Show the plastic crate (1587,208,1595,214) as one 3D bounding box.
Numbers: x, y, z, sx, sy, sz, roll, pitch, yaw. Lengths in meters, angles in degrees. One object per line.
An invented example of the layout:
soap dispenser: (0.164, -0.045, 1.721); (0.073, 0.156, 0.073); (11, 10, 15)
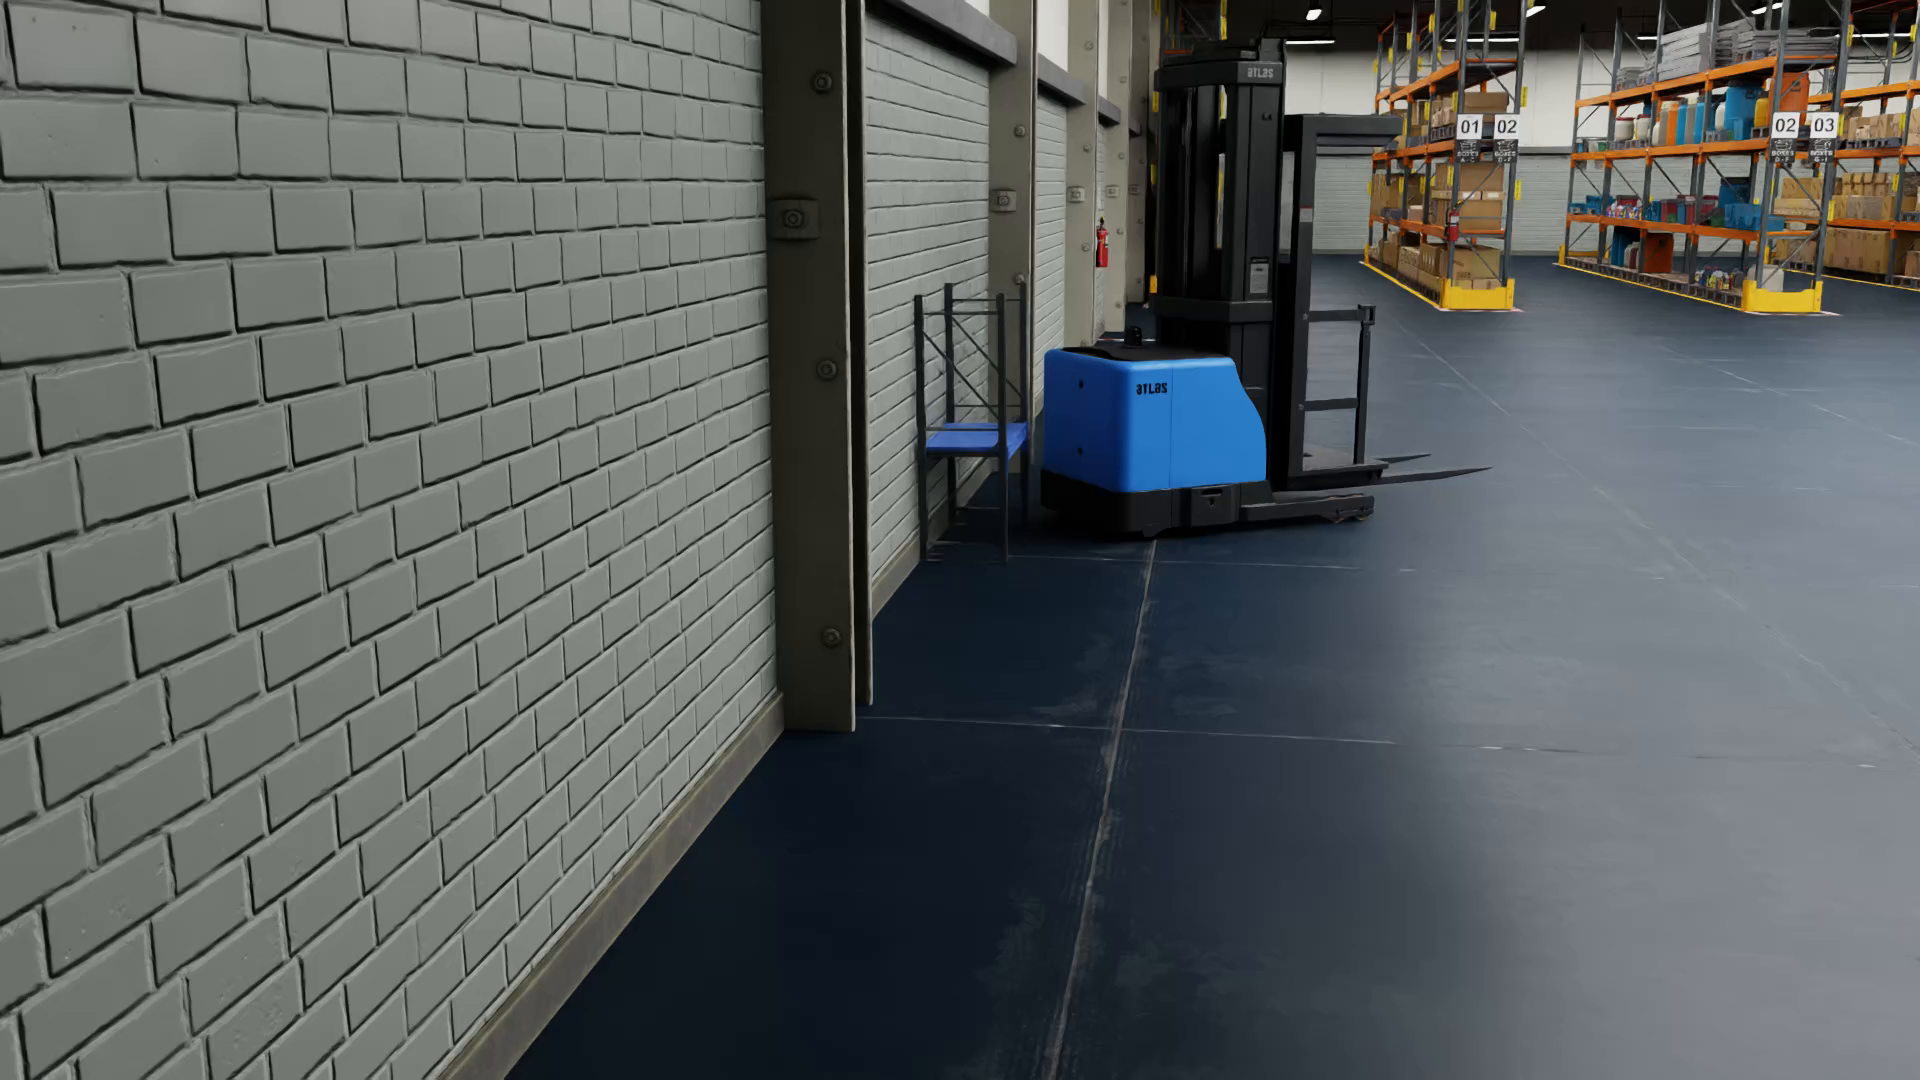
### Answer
plastic crate: (15.501, -8.033, 40.630); (0.293, 0.136, 0.466); (2, 12, 9)

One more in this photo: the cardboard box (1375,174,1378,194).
cardboard box: (10.768, -8.995, 42.000); (0.500, 0.500, 0.500); (2, 12, 9)

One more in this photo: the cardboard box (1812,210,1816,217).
cardboard box: (20.227, -7.658, 39.004); (0.380, 0.149, 0.250); (2, 12, 8)

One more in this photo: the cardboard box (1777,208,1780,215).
cardboard box: (20.621, -8.193, 41.486); (0.380, 0.149, 0.250); (2, 12, 8)

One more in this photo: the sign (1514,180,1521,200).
sign: (9.339, -5.866, 27.850); (0.100, 0.325, 0.005); (2, 12, 9)

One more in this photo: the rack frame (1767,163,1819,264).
rack frame: (21.040, -8.432, 42.001); (1.000, 3.000, 0.127); (2, 12, 9)

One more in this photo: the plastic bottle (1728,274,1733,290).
plastic bottle: (13.705, -4.594, 29.594); (0.061, 0.283, 0.133); (2, 12, 9)

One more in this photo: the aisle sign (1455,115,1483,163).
aisle sign: (8.491, -6.690, 27.746); (0.394, 0.787, 0.004); (2, 12, 9)

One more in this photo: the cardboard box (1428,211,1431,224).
cardboard box: (9.360, -6.379, 32.794); (0.396, 0.266, 0.258); (2, 12, 7)

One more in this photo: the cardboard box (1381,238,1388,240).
cardboard box: (10.920, -7.307, 41.662); (0.797, 0.503, 0.637); (2, 12, 9)

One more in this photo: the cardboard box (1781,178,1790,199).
cardboard box: (20.622, -8.676, 41.000); (0.500, 0.500, 0.500); (2, 12, 7)

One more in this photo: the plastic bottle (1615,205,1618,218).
plastic bottle: (14.916, -7.456, 37.746); (0.061, 0.283, 0.133); (2, 12, 9)

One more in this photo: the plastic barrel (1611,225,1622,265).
plastic barrel: (15.430, -6.827, 38.536); (0.600, 0.901, 0.708); (2, 12, 9)

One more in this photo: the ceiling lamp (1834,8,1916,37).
ceiling lamp: (23.958, -14.695, 42.965); (2.000, 3.185, 0.800); (2, 12, 9)

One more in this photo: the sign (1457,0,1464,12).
sign: (8.257, -8.872, 27.396); (0.100, 0.325, 0.005); (2, 12, 9)

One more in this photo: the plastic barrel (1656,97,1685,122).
plastic barrel: (15.006, -8.927, 35.160); (0.600, 0.830, 0.708); (2, 12, 9)

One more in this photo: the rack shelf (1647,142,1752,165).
rack shelf: (14.608, -7.626, 32.846); (1.077, 0.370, 4.000); (2, 12, 9)

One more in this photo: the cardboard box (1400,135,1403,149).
cardboard box: (10.134, -8.802, 36.359); (0.910, 0.500, 0.500); (2, 12, 9)

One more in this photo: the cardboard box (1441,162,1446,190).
cardboard box: (9.190, -6.637, 30.354); (0.700, 0.500, 0.500); (2, 12, 9)

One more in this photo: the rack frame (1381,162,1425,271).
rack frame: (10.637, -7.921, 39.630); (1.000, 3.000, 0.127); (2, 12, 9)

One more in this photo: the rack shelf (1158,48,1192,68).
rack shelf: (4.203, -8.579, 30.156); (1.077, 0.370, 4.000); (2, 12, 9)

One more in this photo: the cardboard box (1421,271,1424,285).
cardboard box: (8.953, -4.927, 31.264); (0.500, 0.250, 0.500); (2, 12, 9)

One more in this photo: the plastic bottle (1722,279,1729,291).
plastic bottle: (13.534, -4.506, 29.379); (0.097, 0.201, 0.097); (0, 12, 0)

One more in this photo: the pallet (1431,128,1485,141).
pallet: (9.301, -7.501, 30.768); (1.003, 0.211, 1.213); (2, 12, 9)

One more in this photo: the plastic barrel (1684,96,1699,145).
plastic barrel: (14.264, -8.055, 31.941); (0.600, 0.901, 0.600); (0, 12, 0)

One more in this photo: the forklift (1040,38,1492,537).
forklift: (2.076, -1.635, 10.625); (3.031, 2.935, 1.130); (-6, 13, -24)

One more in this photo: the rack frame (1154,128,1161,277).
rack frame: (3.896, -5.583, 28.780); (1.000, 3.000, 0.127); (2, 12, 9)

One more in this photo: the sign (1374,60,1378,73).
sign: (10.716, -12.200, 42.837); (0.100, 0.325, 0.005); (2, 12, 9)

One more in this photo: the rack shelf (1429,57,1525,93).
rack shelf: (9.099, -8.225, 29.457); (1.077, 0.370, 4.000); (2, 12, 9)

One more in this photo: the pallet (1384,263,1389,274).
pallet: (10.549, -6.388, 39.133); (1.003, 0.211, 1.213); (2, 12, 9)

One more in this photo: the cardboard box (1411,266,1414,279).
cardboard box: (9.263, -5.318, 33.081); (0.500, 0.250, 0.500); (2, 12, 8)

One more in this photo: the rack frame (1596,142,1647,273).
rack frame: (15.530, -7.760, 38.882); (1.000, 3.000, 0.127); (2, 12, 9)

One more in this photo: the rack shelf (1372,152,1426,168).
rack shelf: (10.944, -9.452, 41.322); (1.077, 0.370, 4.000); (2, 12, 9)

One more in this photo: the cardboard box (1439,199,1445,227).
cardboard box: (9.189, -5.998, 30.468); (0.700, 0.500, 0.500); (2, 12, 9)

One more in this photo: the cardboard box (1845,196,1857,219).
cardboard box: (19.953, -7.352, 36.751); (0.500, 0.500, 0.500); (2, 12, 7)

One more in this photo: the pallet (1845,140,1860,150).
pallet: (20.332, -8.780, 36.948); (0.805, 0.209, 1.217); (1, 12, 6)

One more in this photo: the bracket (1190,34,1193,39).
bracket: (6.696, -14.764, 48.598); (0.235, 0.232, 0.430); (2, 12, 9)

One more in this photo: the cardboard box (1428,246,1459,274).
cardboard box: (8.797, -5.085, 30.219); (0.500, 0.500, 0.500); (2, 12, 9)

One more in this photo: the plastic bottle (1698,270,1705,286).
plastic bottle: (13.795, -4.858, 30.837); (0.152, 0.276, 0.135); (2, 12, 11)

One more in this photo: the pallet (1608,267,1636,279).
pallet: (15.185, -5.983, 37.255); (1.003, 0.211, 1.213); (2, 12, 9)

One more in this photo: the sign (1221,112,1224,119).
sign: (5.048, -8.119, 32.199); (0.100, 0.325, 0.005); (2, 12, 9)

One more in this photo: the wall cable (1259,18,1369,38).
wall cable: (10.253, -13.876, 48.401); (3.097, 2.526, 0.112); (2, 12, 9)

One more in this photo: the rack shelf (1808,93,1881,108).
rack shelf: (20.732, -10.402, 39.555); (1.077, 0.370, 4.000); (2, 12, 9)

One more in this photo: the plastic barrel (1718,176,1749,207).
plastic barrel: (14.659, -6.410, 31.429); (0.600, 0.901, 0.708); (2, 12, 9)

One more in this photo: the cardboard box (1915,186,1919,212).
cardboard box: (19.766, -6.907, 33.691); (0.500, 0.500, 0.500); (0, 12, 2)

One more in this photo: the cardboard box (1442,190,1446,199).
cardboard box: (8.939, -6.250, 30.097); (0.380, 0.149, 0.250); (2, 12, 8)

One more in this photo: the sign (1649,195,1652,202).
sign: (16.074, -7.877, 38.768); (0.100, 0.325, 0.005); (2, 12, 9)

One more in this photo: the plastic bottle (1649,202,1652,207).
plastic bottle: (15.684, -7.496, 37.771); (0.144, 0.351, 0.185); (2, 12, 9)

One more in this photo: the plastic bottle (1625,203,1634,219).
plastic bottle: (14.797, -7.271, 36.730); (0.144, 0.351, 0.185); (2, 12, 9)

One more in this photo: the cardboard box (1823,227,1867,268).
cardboard box: (20.346, -6.632, 37.696); (1.225, 0.875, 0.875); (2, 12, 9)

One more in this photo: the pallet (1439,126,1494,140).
pallet: (9.111, -7.248, 29.593); (1.003, 0.211, 1.213); (2, 12, 9)

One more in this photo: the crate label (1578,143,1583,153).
crate label: (15.684, -9.805, 41.603); (0.408, 0.251, 0.502); (2, 12, 9)

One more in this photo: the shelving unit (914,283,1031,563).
shelving unit: (0.089, -0.716, 9.737); (0.538, 1.500, 1.048); (1, 12, 9)

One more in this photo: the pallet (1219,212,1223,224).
pallet: (4.772, -6.476, 33.380); (1.003, 0.211, 1.213); (2, 12, 9)

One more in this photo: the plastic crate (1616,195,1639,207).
plastic crate: (15.916, -7.999, 39.693); (0.402, 0.464, 0.583); (2, 12, 9)
